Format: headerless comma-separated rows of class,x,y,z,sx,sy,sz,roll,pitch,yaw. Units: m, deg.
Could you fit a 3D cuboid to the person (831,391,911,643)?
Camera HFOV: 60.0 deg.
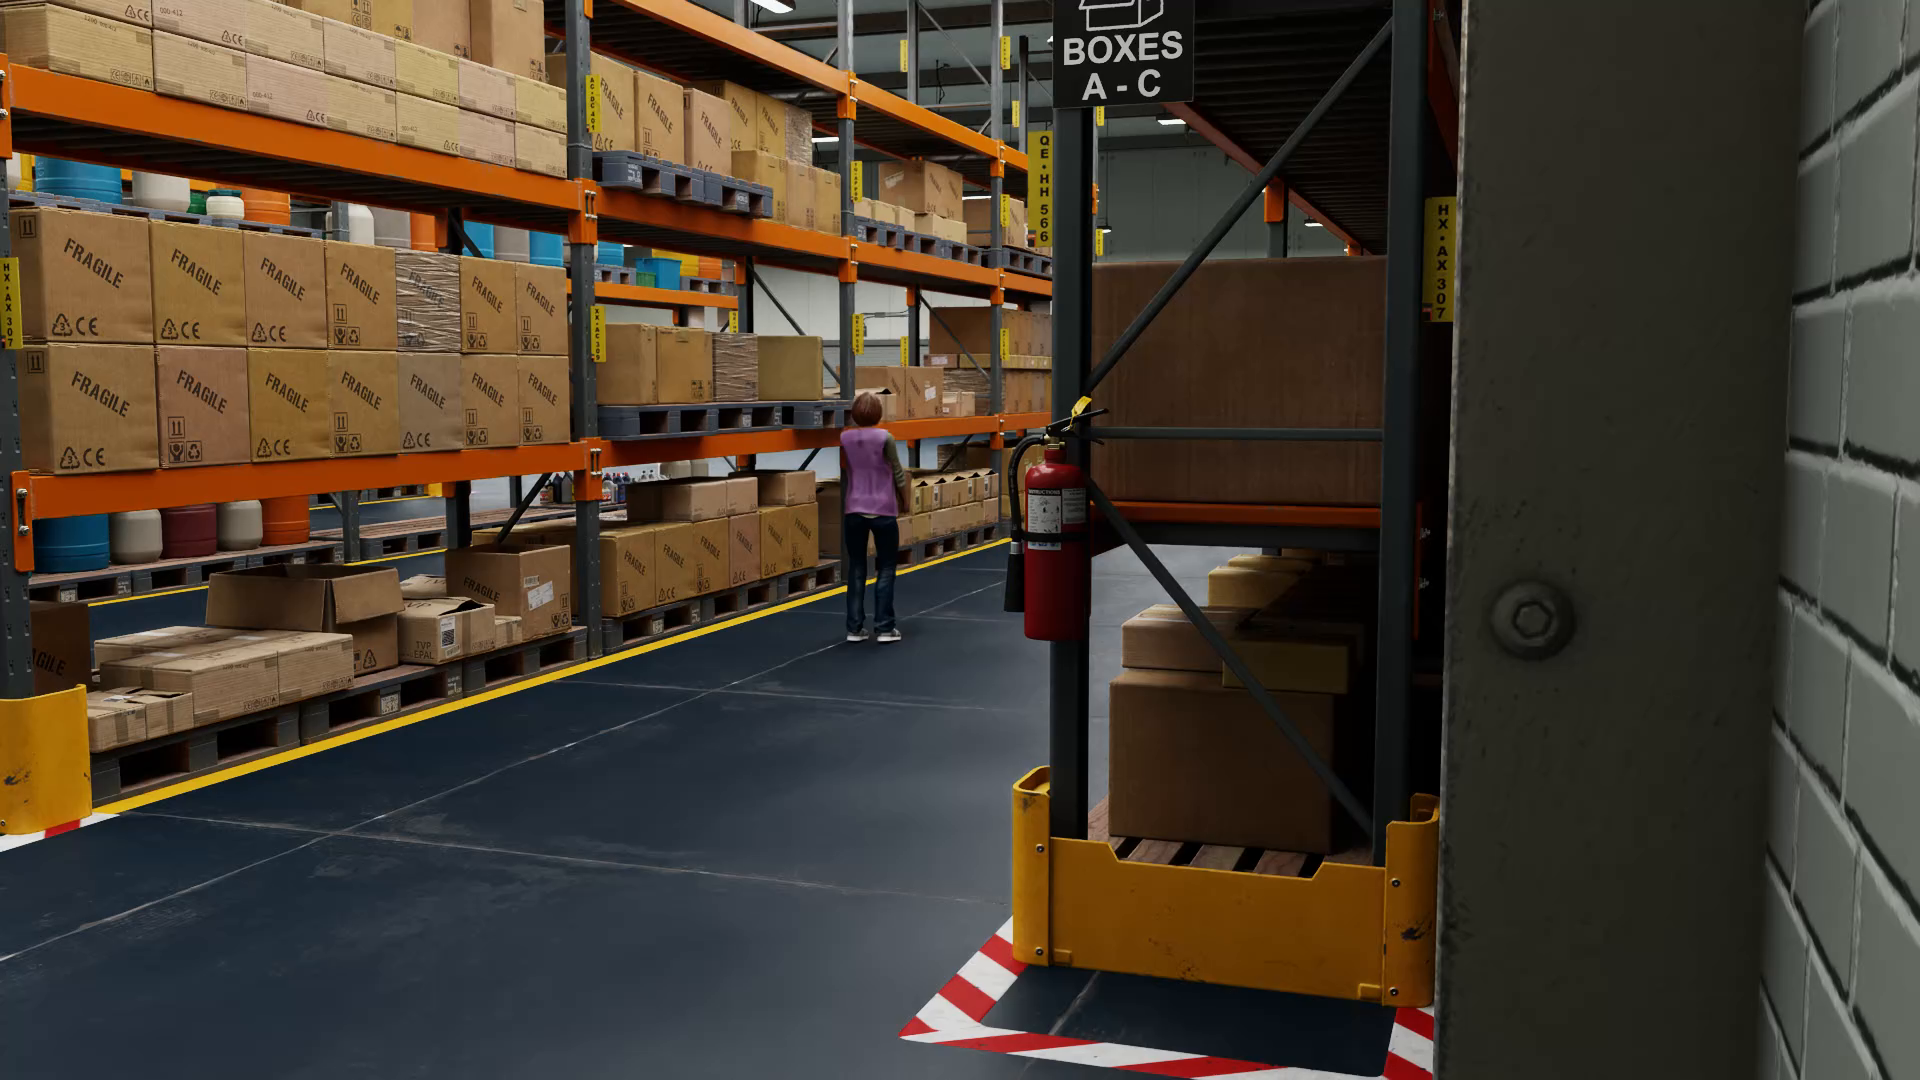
person,-0.580,-0.137,10.552,0.483,1.582,0.341,2,6,16
